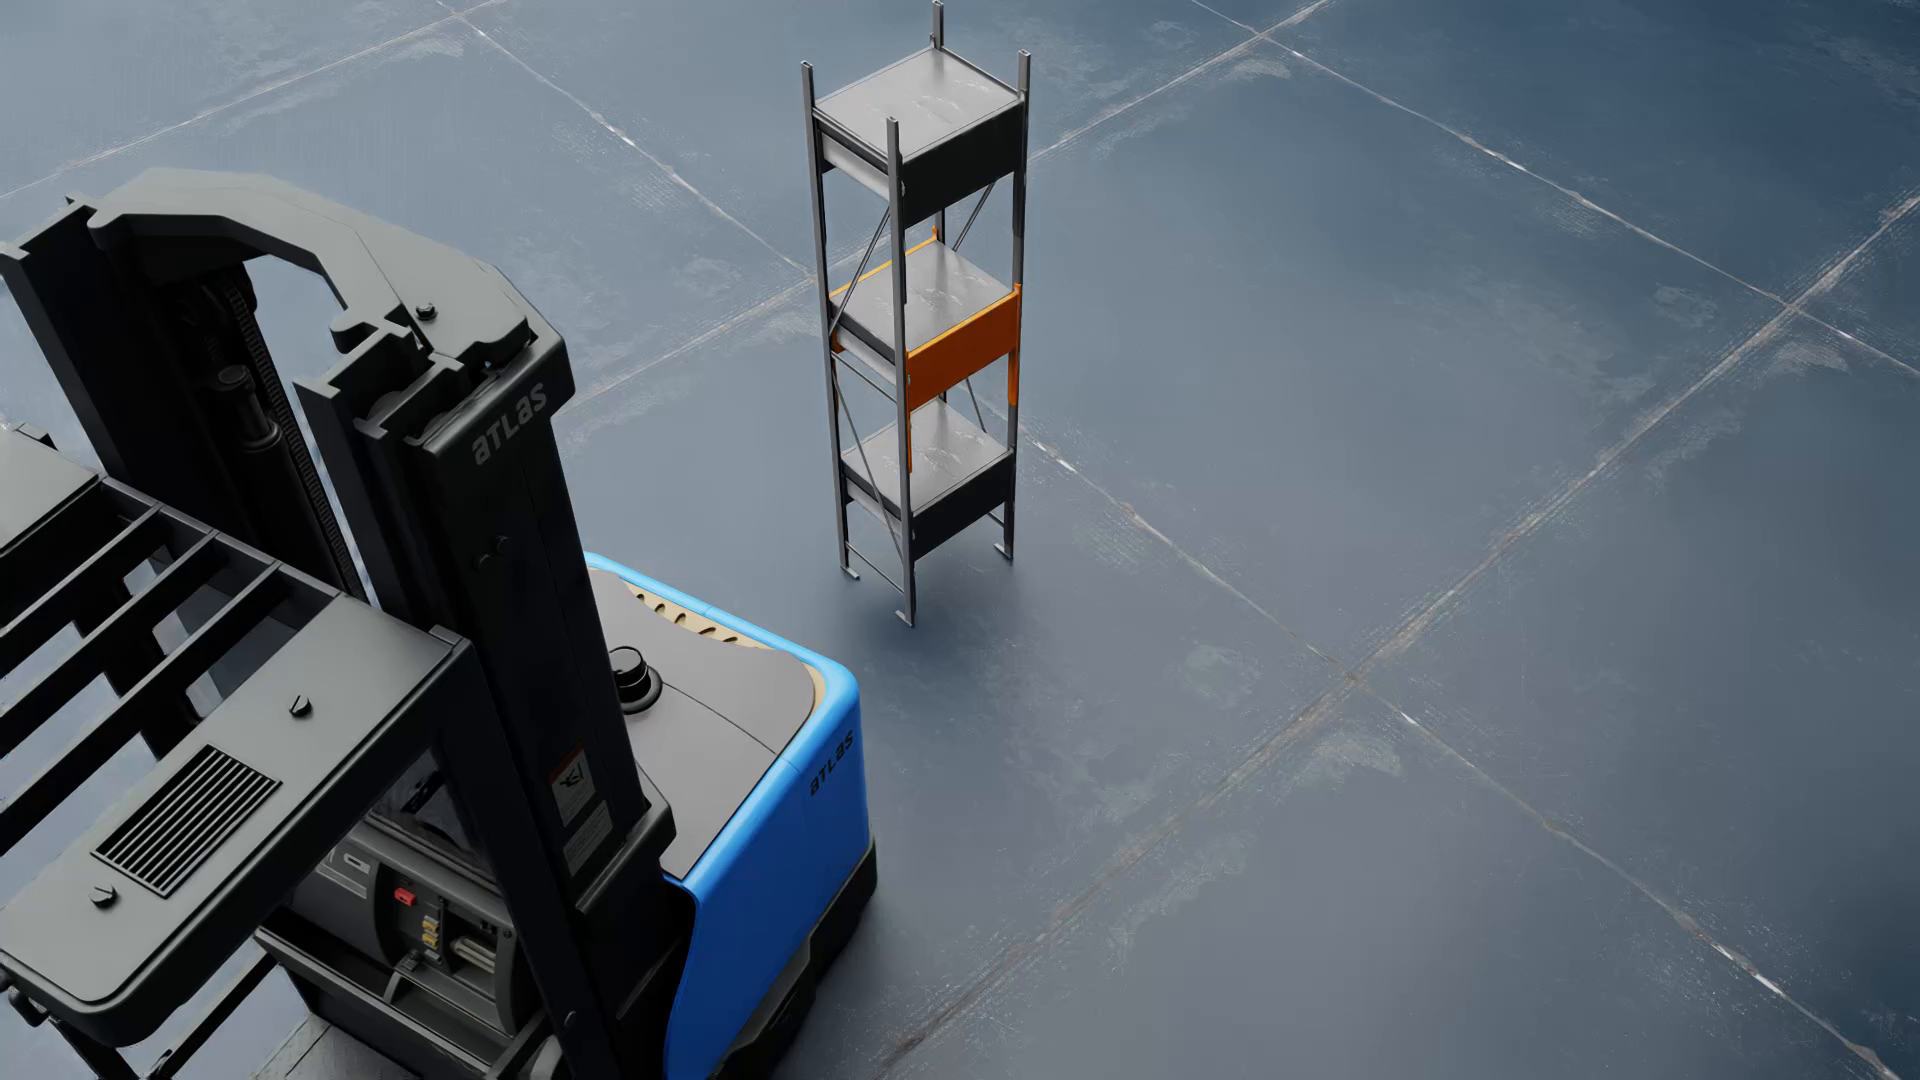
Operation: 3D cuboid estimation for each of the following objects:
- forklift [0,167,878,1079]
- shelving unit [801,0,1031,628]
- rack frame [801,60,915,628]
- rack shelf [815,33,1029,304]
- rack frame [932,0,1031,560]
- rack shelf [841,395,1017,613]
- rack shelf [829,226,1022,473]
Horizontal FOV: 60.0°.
[{"bbox_3d":[-1.416,0.863,3.459,1.130,2.935,3.031,22,51,19],"label":"forklift"},{"bbox_3d":[-0.122,-0.630,5.403,0.503,2.100,0.431,-34,56,-27],"label":"shelving unit"},{"bbox_3d":[-0.303,-0.510,5.291,0.015,2.100,0.400,-34,56,-27],"label":"rack frame"},{"bbox_3d":[-0.122,-1.096,4.898,0.480,0.518,0.431,-34,56,-27],"label":"rack shelf"},{"bbox_3d":[0.058,-0.751,5.514,0.015,2.100,0.400,-34,56,-27],"label":"rack frame"},{"bbox_3d":[-0.122,-0.146,5.927,0.480,0.518,0.431,-34,56,-27],"label":"rack shelf"},{"bbox_3d":[-0.122,-0.621,5.413,0.480,0.518,0.431,-34,56,-27],"label":"rack shelf"}]
